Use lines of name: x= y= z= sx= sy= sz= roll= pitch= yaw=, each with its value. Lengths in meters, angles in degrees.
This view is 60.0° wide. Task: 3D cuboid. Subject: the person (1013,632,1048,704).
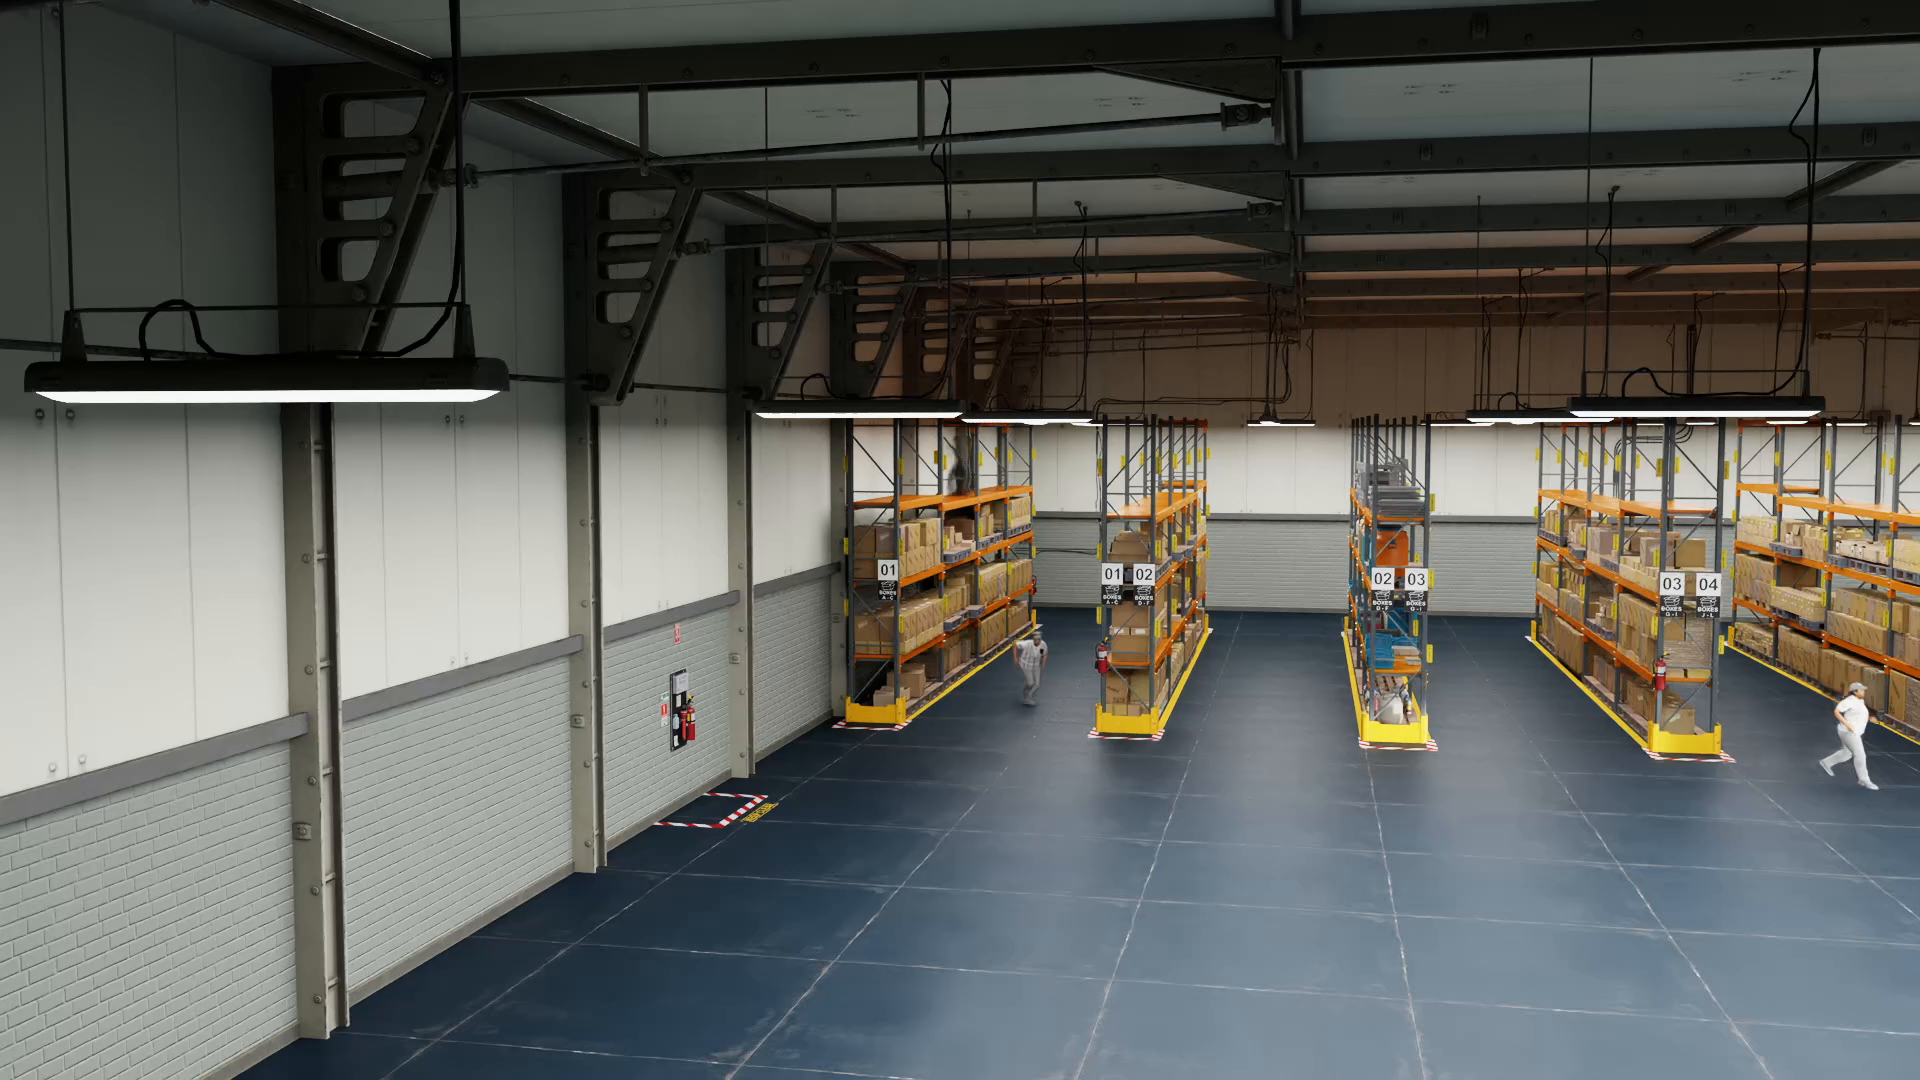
person: x=1.459 y=2.653 z=34.345 sx=0.695 sy=1.571 sz=0.883 roll=-1 pitch=4 yaw=-18

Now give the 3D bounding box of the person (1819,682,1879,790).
person: x=14.297 y=3.113 z=26.749 sx=0.583 sy=1.675 sz=0.944 roll=-4 pitch=5 yaw=-44

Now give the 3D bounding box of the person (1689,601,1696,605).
person: x=18.938 y=1.963 z=43.080 sx=0.680 sy=1.685 sz=0.592 roll=1 pitch=4 yaw=18
